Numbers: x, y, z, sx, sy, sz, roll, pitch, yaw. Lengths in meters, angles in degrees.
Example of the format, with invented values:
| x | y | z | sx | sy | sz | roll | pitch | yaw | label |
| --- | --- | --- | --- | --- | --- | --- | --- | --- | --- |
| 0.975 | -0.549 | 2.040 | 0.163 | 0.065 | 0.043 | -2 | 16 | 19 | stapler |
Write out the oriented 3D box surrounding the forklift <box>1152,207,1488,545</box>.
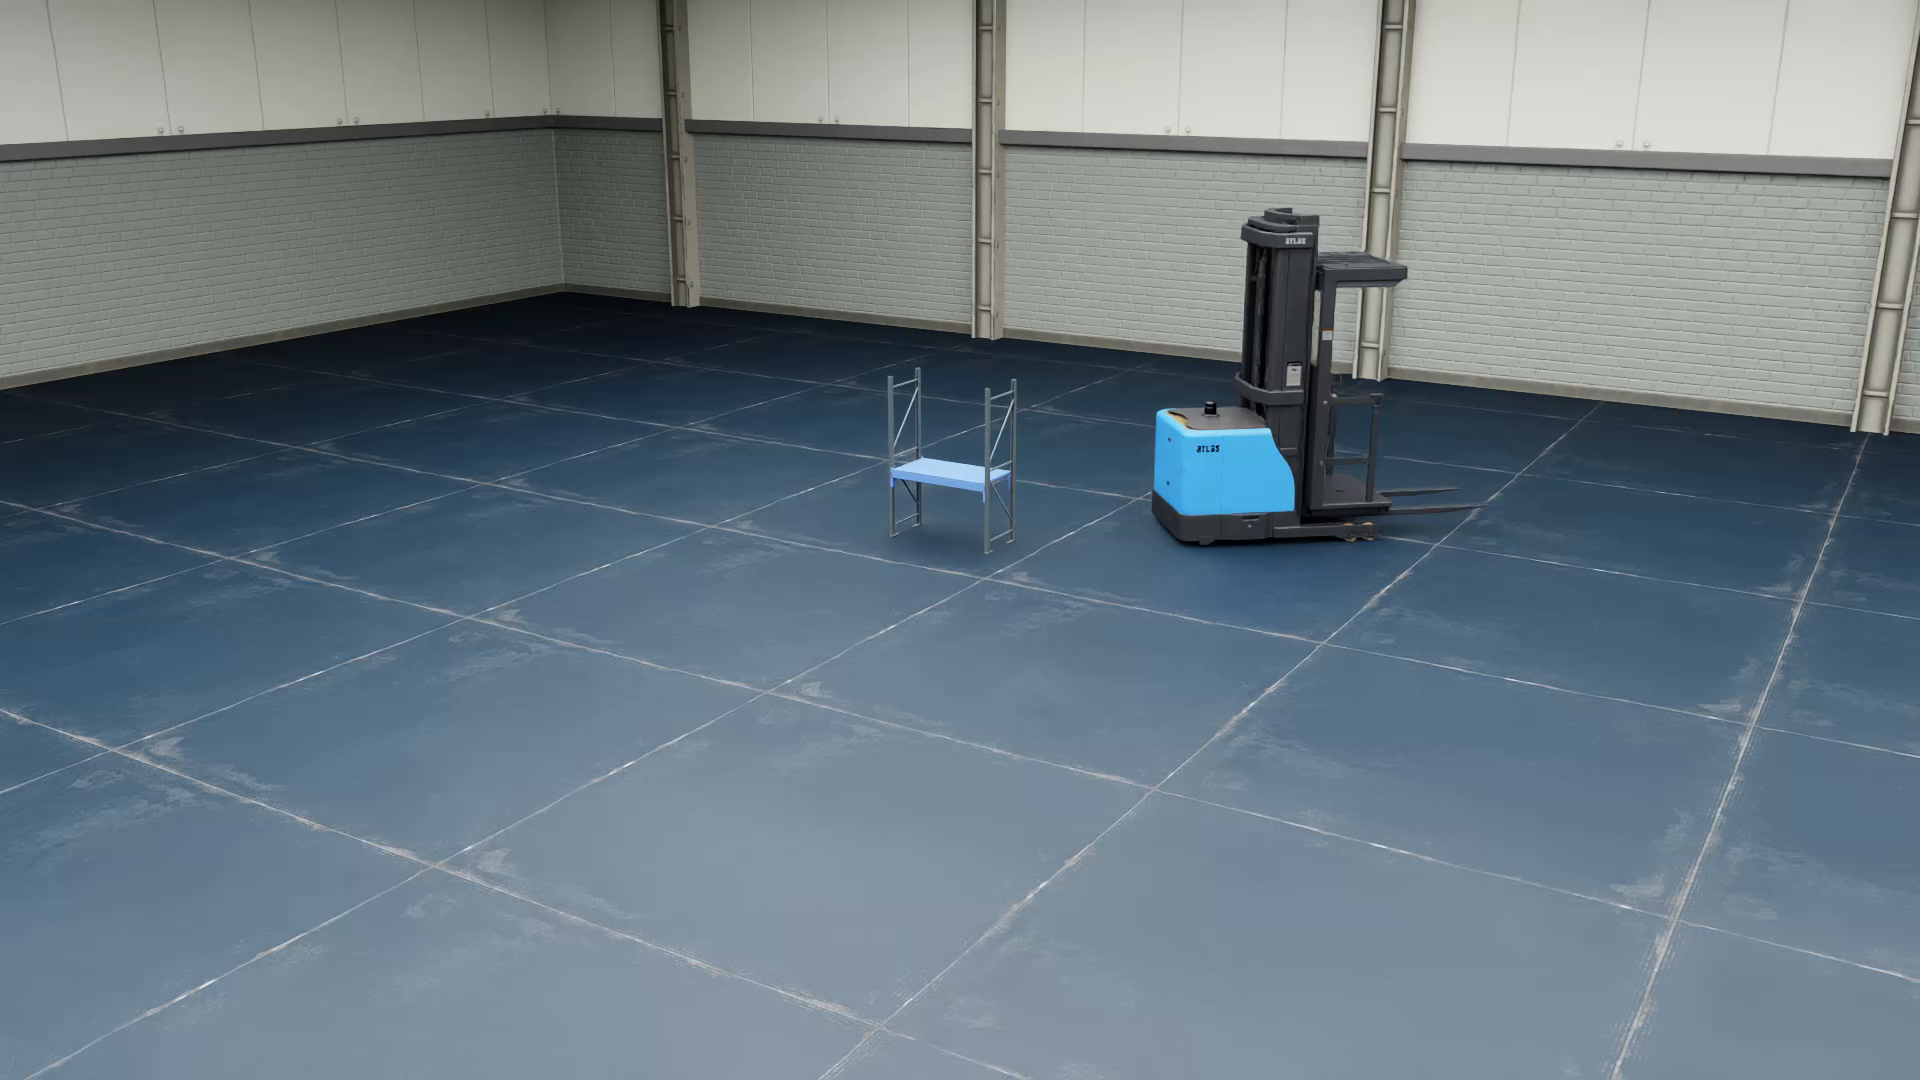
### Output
| x | y | z | sx | sy | sz | roll | pitch | yaw | label |
| --- | --- | --- | --- | --- | --- | --- | --- | --- | --- |
| 3.391 | -1.537 | 15.267 | 3.031 | 2.935 | 1.130 | -3 | 17 | -9 | forklift |

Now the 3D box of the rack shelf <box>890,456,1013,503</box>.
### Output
| x | y | z | sx | sy | sz | roll | pitch | yaw | label |
| --- | --- | --- | --- | --- | --- | --- | --- | --- | --- |
| -0.073 | -0.558 | 15.127 | 1.000 | 0.185 | 0.538 | 10 | 20 | 30 | rack shelf |

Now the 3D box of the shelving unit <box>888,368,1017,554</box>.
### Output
| x | y | z | sx | sy | sz | roll | pitch | yaw | label |
| --- | --- | --- | --- | --- | --- | --- | --- | --- | --- |
| -0.073 | -0.731 | 15.075 | 1.048 | 1.500 | 0.538 | 10 | 20 | 30 | shelving unit |

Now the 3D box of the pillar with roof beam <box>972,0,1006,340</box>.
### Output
| x | y | z | sx | sy | sz | roll | pitch | yaw | label |
| --- | --- | --- | --- | --- | --- | --- | --- | --- | --- |
| -1.829 | -6.343 | 20.647 | 0.400 | 9.000 | 9.100 | 10 | 20 | 30 | pillar with roof beam |

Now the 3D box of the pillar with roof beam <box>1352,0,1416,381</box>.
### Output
| x | y | z | sx | sy | sz | roll | pitch | yaw | label |
| --- | --- | --- | --- | --- | --- | --- | --- | --- | --- |
| 3.284 | -5.430 | 17.643 | 0.400 | 9.000 | 9.100 | 10 | 20 | 30 | pillar with roof beam |

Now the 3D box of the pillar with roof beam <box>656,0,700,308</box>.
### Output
| x | y | z | sx | sy | sz | roll | pitch | yaw | label |
| --- | --- | --- | --- | --- | --- | --- | --- | --- | --- |
| -6.942 | -7.255 | 23.652 | 0.400 | 9.000 | 9.100 | 10 | 20 | 30 | pillar with roof beam |

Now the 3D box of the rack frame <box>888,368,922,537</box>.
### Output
| x | y | z | sx | sy | sz | roll | pitch | yaw | label |
| --- | --- | --- | --- | --- | --- | --- | --- | --- | --- |
| -0.506 | -0.808 | 15.329 | 0.032 | 1.500 | 0.500 | 10 | 20 | 30 | rack frame |

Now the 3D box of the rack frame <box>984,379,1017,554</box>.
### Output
| x | y | z | sx | sy | sz | roll | pitch | yaw | label |
| --- | --- | --- | --- | --- | --- | --- | --- | --- | --- |
| 0.360 | -0.653 | 14.820 | 0.032 | 1.500 | 0.500 | 10 | 20 | 30 | rack frame |

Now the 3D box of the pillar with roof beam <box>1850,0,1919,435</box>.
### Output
| x | y | z | sx | sy | sz | roll | pitch | yaw | label |
| --- | --- | --- | --- | --- | --- | --- | --- | --- | --- |
| 8.396 | -4.517 | 14.638 | 0.400 | 9.000 | 9.100 | 10 | 20 | 30 | pillar with roof beam |
